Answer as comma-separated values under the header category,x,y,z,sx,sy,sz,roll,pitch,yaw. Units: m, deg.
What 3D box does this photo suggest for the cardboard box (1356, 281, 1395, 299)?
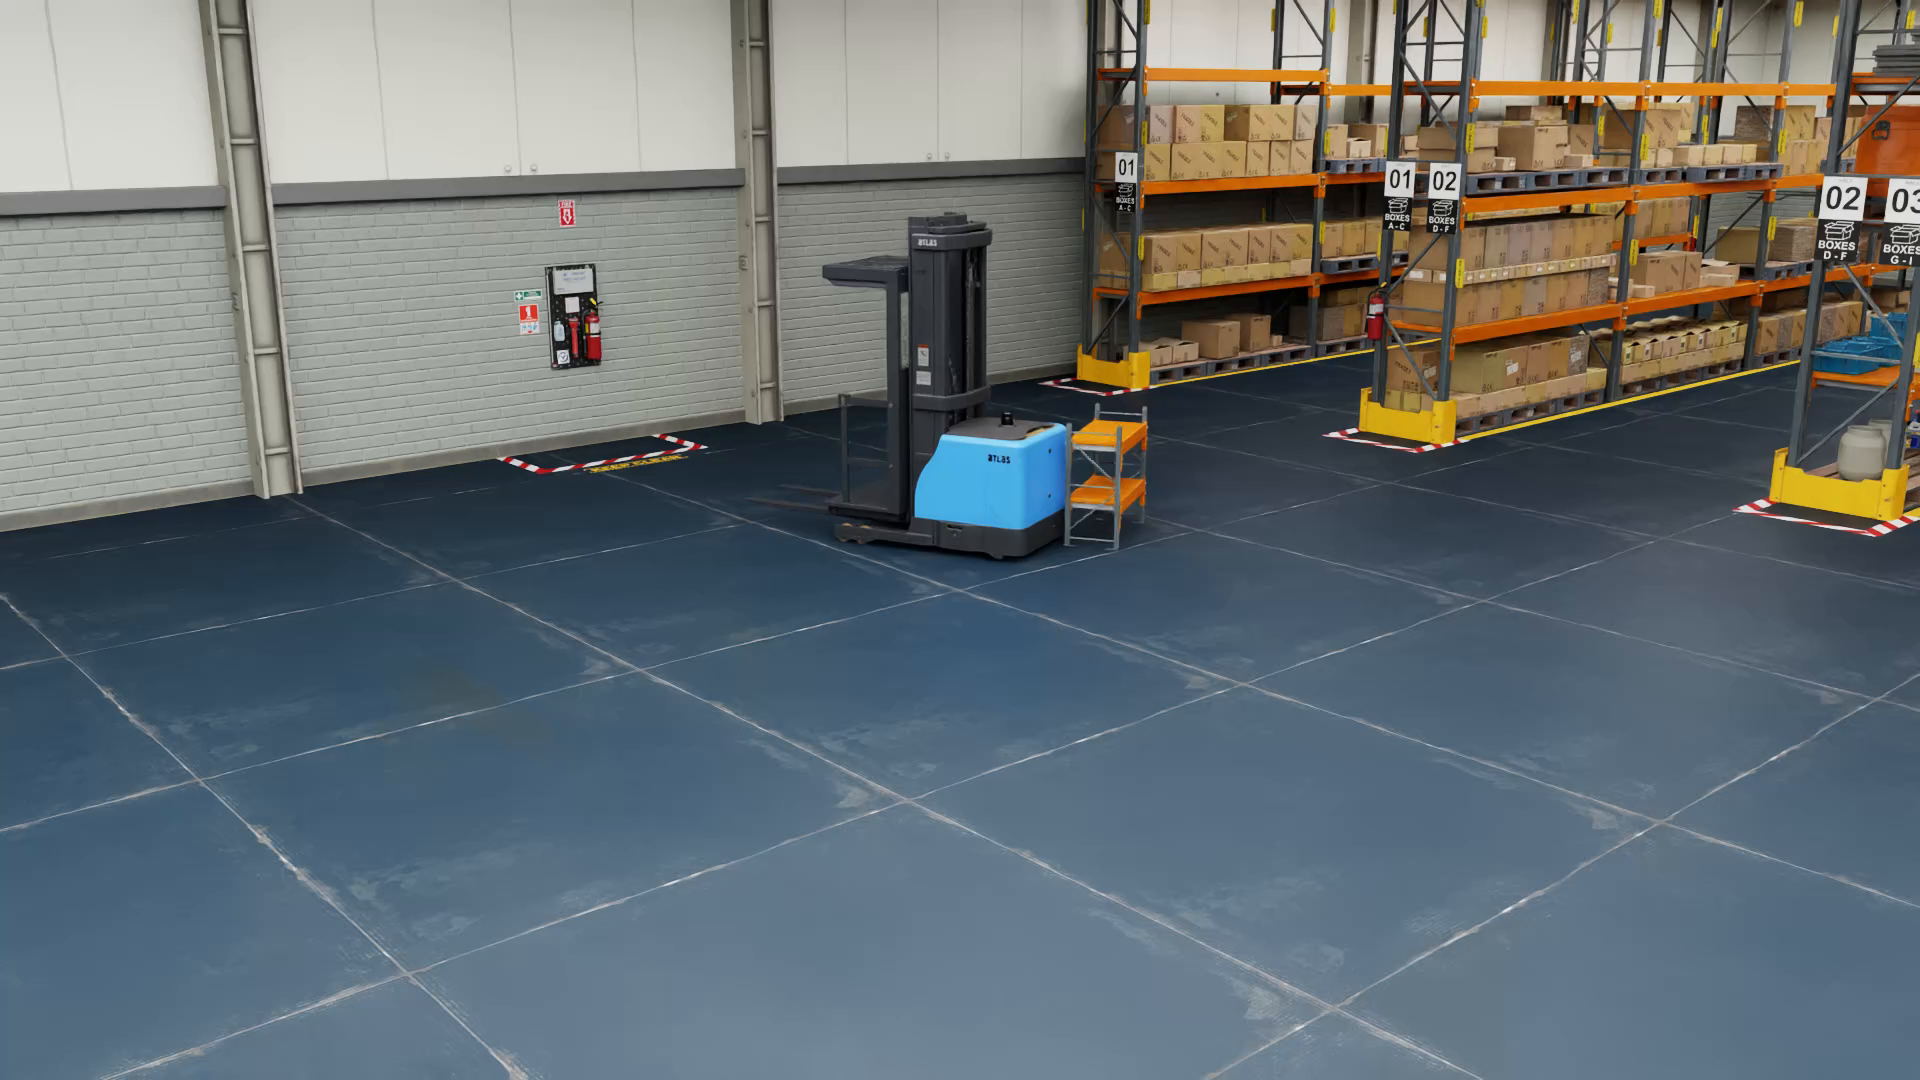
category,x,y,z,sx,sy,sz,roll,pitch,yaw
cardboard box,6.781,-4.090,27.289,0.500,0.250,0.500,-13,20,-40

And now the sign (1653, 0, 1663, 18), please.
category,x,y,z,sx,sy,sz,roll,pitch,yaw
sign,8.728,-6.700,20.780,0.005,0.325,0.100,-13,19,-39

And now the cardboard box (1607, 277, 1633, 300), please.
category,x,y,z,sx,sy,sz,roll,pitch,yaw
cardboard box,8.725,-3.406,22.479,0.500,0.250,0.500,-11,19,-36

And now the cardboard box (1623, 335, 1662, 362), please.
category,x,y,z,sx,sy,sz,roll,pitch,yaw
cardboard box,9.239,-2.637,22.738,0.500,0.311,0.500,-13,20,-40

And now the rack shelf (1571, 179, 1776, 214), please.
category,x,y,z,sx,sy,sz,roll,pitch,yaw
rack shelf,9.891,-4.827,23.089,4.000,0.370,1.077,-13,19,-39

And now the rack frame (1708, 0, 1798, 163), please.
category,x,y,z,sx,sy,sz,roll,pitch,yaw
rack frame,11.400,-6.962,23.878,0.127,3.000,1.000,-13,19,-39

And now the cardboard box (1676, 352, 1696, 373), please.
category,x,y,z,sx,sy,sz,roll,pitch,yaw
cardboard box,10.009,-2.542,23.467,0.500,0.250,0.500,-12,19,-38

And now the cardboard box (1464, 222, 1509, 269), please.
category,x,y,z,sx,sy,sz,roll,pitch,yaw
cardboard box,6.159,-3.560,20.056,0.500,0.500,0.700,-13,20,-41

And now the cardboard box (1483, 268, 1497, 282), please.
category,x,y,z,sx,sy,sz,roll,pitch,yaw
cardboard box,6.189,-3.182,19.900,0.250,0.149,0.380,-13,19,-39

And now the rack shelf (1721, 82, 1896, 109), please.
category,x,y,z,sx,sy,sz,roll,pitch,yaw
rack shelf,12.909,-6.760,25.291,4.000,0.370,1.077,-13,19,-39

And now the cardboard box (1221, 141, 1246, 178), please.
category,x,y,z,sx,sy,sz,roll,pitch,yaw
cardboard box,3.735,-5.455,23.816,0.500,0.500,0.500,-11,19,-36

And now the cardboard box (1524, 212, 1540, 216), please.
category,x,y,z,sx,sy,sz,roll,pitch,yaw
cardboard box,9.844,-5.522,29.303,0.500,0.500,0.500,-12,19,-38

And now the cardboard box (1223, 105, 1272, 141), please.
category,x,y,z,sx,sy,sz,roll,pitch,yaw
cardboard box,4.134,-6.017,23.982,0.500,0.500,0.500,-14,20,-41

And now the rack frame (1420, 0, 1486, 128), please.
category,x,y,z,sx,sy,sz,roll,pitch,yaw
rack frame,8.146,-7.926,27.486,0.127,3.000,1.000,-13,19,-39

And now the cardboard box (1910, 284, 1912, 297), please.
category,x,y,z,sx,sy,sz,roll,pitch,yaw
cardboard box,17.187,-4.284,29.467,0.500,0.500,0.500,-13,19,-39

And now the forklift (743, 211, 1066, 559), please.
category,x,y,z,sx,sy,sz,roll,pitch,yaw
forklift,-0.575,-1.492,15.155,3.031,2.935,1.130,7,17,26

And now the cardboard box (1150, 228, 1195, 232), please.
category,x,y,z,sx,sy,sz,roll,pitch,yaw
cardboard box,3.100,-4.265,24.203,0.500,0.500,0.500,-13,20,-41

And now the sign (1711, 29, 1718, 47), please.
category,x,y,z,sx,sy,sz,roll,pitch,yaw
sign,14.526,-9.663,32.024,0.005,0.325,0.100,-13,19,-39

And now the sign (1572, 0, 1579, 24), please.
category,x,y,z,sx,sy,sz,roll,pitch,yaw
sign,8.017,-6.878,21.598,0.005,0.325,0.100,-13,19,-39

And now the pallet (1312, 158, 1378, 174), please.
category,x,y,z,sx,sy,sz,roll,pitch,yaw
pallet,5.664,-5.792,25.674,1.003,0.211,1.213,-13,19,-39

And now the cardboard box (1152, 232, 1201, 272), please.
category,x,y,z,sx,sy,sz,roll,pitch,yaw
cardboard box,3.047,-4.076,23.496,0.500,0.500,0.500,-13,19,-39

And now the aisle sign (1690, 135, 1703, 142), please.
category,x,y,z,sx,sy,sz,roll,pitch,yaw
aisle sign,14.432,-7.593,32.825,0.004,0.787,0.394,-13,19,-39

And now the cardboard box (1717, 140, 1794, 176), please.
category,x,y,z,sx,sy,sz,roll,pitch,yaw
cardboard box,11.707,-5.642,24.553,0.500,0.500,0.910,-13,19,-39

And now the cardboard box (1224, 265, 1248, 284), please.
category,x,y,z,sx,sy,sz,roll,pitch,yaw
cardboard box,3.840,-3.892,24.259,0.500,0.250,0.500,-12,19,-39

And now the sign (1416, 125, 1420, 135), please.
category,x,y,z,sx,sy,sz,roll,pitch,yaw
sign,7.787,-6.874,28.206,0.005,0.325,0.100,-13,19,-39

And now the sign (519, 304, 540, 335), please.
category,x,y,z,sx,sy,sz,roll,pitch,yaw
sign,-4.830,-2.476,18.636,0.234,0.329,0.001,-13,19,-39

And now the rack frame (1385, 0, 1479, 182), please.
category,x,y,z,sx,sy,sz,roll,pitch,yaw
rack frame,5.365,-5.607,18.804,0.127,3.000,1.000,-13,19,-39

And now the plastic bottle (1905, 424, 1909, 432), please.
category,x,y,z,sx,sy,sz,roll,pitch,yaw
plastic bottle,10.287,-1.194,18.189,0.185,0.351,0.144,-13,20,-40

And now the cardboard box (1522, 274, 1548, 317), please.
category,x,y,z,sx,sy,sz,roll,pitch,yaw
cardboard box,6.892,-3.096,20.836,0.500,0.500,0.700,-12,19,-38

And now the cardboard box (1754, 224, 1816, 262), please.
category,x,y,z,sx,sy,sz,roll,pitch,yaw
cardboard box,12.617,-4.562,25.507,0.500,0.500,0.700,-9,17,-29

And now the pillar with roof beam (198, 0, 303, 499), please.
category,x,y,z,sx,sy,sz,roll,pitch,yaw
pillar with roof beam,-4.156,-3.987,12.739,0.400,9.000,9.100,-13,19,-39

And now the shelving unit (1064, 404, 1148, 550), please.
category,x,y,z,sx,sy,sz,roll,pitch,yaw
shelving unit,1.350,-0.598,15.310,0.538,1.125,1.048,5,16,18

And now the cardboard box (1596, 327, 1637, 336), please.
category,x,y,z,sx,sy,sz,roll,pitch,yaw
cardboard box,9.266,-2.830,23.459,0.500,0.311,0.500,-13,20,-40

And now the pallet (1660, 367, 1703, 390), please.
category,x,y,z,sx,sy,sz,roll,pitch,yaw
pallet,9.834,-2.379,23.749,1.213,0.211,1.003,-13,19,-39

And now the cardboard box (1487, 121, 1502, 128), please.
category,x,y,z,sx,sy,sz,roll,pitch,yaw
cardboard box,8.839,-6.931,28.527,0.500,0.500,0.700,-14,20,-42

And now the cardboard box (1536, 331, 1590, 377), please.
category,x,y,z,sx,sy,sz,roll,pitch,yaw
cardboard box,7.791,-2.420,21.557,0.500,0.500,0.500,-13,19,-39

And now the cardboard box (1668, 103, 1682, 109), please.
category,x,y,z,sx,sy,sz,roll,pitch,yaw
cardboard box,13.423,-8.113,31.830,0.500,0.500,0.500,-12,19,-38

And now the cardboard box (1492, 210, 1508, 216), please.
category,x,y,z,sx,sy,sz,roll,pitch,yaw
cardboard box,9.062,-5.710,28.551,0.500,0.250,0.500,-13,20,-40

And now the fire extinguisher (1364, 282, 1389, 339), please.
category,x,y,z,sx,sy,sz,roll,pitch,yaw
fire extinguisher,4.971,-2.742,19.852,0.183,0.674,0.296,-13,19,-39

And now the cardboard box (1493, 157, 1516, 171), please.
category,x,y,z,sx,sy,sz,roll,pitch,yaw
cardboard box,6.368,-4.472,19.769,0.250,0.149,0.380,-13,19,-39

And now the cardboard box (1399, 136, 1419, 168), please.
category,x,y,z,sx,sy,sz,roll,pitch,yaw
cardboard box,7.107,-6.335,27.103,0.637,0.503,0.797,-9,18,-32

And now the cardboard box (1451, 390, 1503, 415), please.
category,x,y,z,sx,sy,sz,roll,pitch,yaw
cardboard box,6.290,-1.716,20.377,0.500,0.250,0.500,-13,19,-39

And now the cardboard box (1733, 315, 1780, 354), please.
category,x,y,z,sx,sy,sz,roll,pitch,yaw
cardboard box,11.931,-3.090,24.998,0.500,0.500,0.500,-12,19,-37

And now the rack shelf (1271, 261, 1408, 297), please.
category,x,y,z,sx,sy,sz,roll,pitch,yaw
rack shelf,6.637,-4.341,27.085,4.000,0.370,1.077,-13,19,-39

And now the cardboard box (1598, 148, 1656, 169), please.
category,x,y,z,sx,sy,sz,roll,pitch,yaw
cardboard box,8.854,-5.069,22.077,0.500,0.250,0.500,-10,18,-34

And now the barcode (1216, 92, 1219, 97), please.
category,x,y,z,sx,sy,sz,roll,pitch,yaw
barcode,3.797,-6.565,24.523,0.075,0.075,0.001,-13,19,-39

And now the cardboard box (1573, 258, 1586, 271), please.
category,x,y,z,sx,sy,sz,roll,pitch,yaw
cardboard box,7.737,-3.529,21.200,0.250,0.149,0.380,-13,20,-39

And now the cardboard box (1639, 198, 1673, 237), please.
category,x,y,z,sx,sy,sz,roll,pitch,yaw
cardboard box,13.261,-6.314,32.495,0.700,0.700,0.980,-13,20,-40

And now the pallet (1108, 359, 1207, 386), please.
category,x,y,z,sx,sy,sz,roll,pitch,yaw
pallet,2.804,-2.469,24.084,1.213,0.211,1.003,-13,19,-39

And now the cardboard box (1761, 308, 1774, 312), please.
category,x,y,z,sx,sy,sz,roll,pitch,yaw
cardboard box,12.342,-3.361,26.010,0.500,0.500,0.500,-14,20,-41

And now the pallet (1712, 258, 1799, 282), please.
category,x,y,z,sx,sy,sz,roll,pitch,yaw
pallet,11.865,-4.100,25.158,1.003,0.211,1.213,-13,19,-39

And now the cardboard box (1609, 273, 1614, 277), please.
category,x,y,z,sx,sy,sz,roll,pitch,yaw
cardboard box,12.176,-4.892,31.781,0.500,0.500,0.700,-13,20,-40
